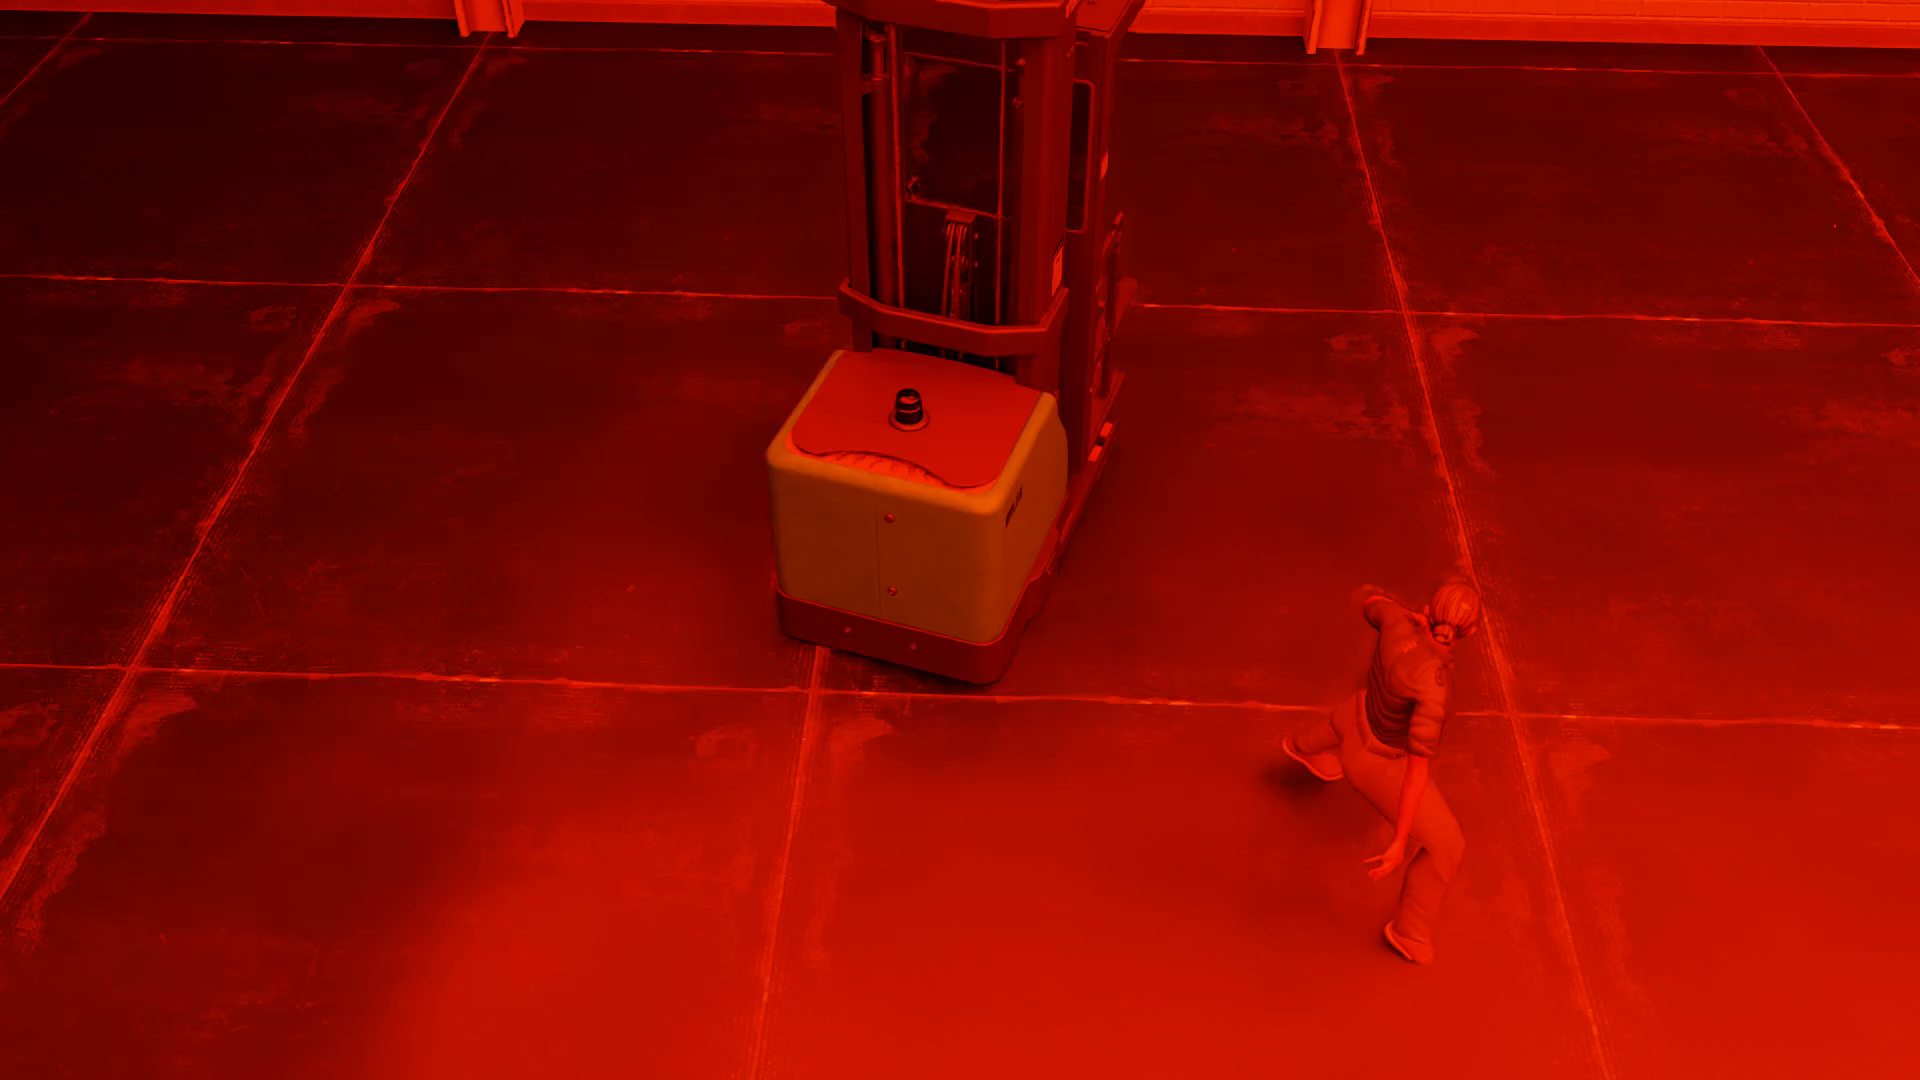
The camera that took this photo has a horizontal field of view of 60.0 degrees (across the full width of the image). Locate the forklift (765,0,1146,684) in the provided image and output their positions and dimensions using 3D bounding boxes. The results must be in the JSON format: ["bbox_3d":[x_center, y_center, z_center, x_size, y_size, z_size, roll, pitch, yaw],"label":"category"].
[{"bbox_3d":[0.158,-1.472,7.354,1.130,2.935,3.031,13,44,14],"label":"forklift"}]

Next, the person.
[{"bbox_3d":[1.571,0.777,6.020,0.525,1.580,1.104,0,42,0],"label":"person"}]
